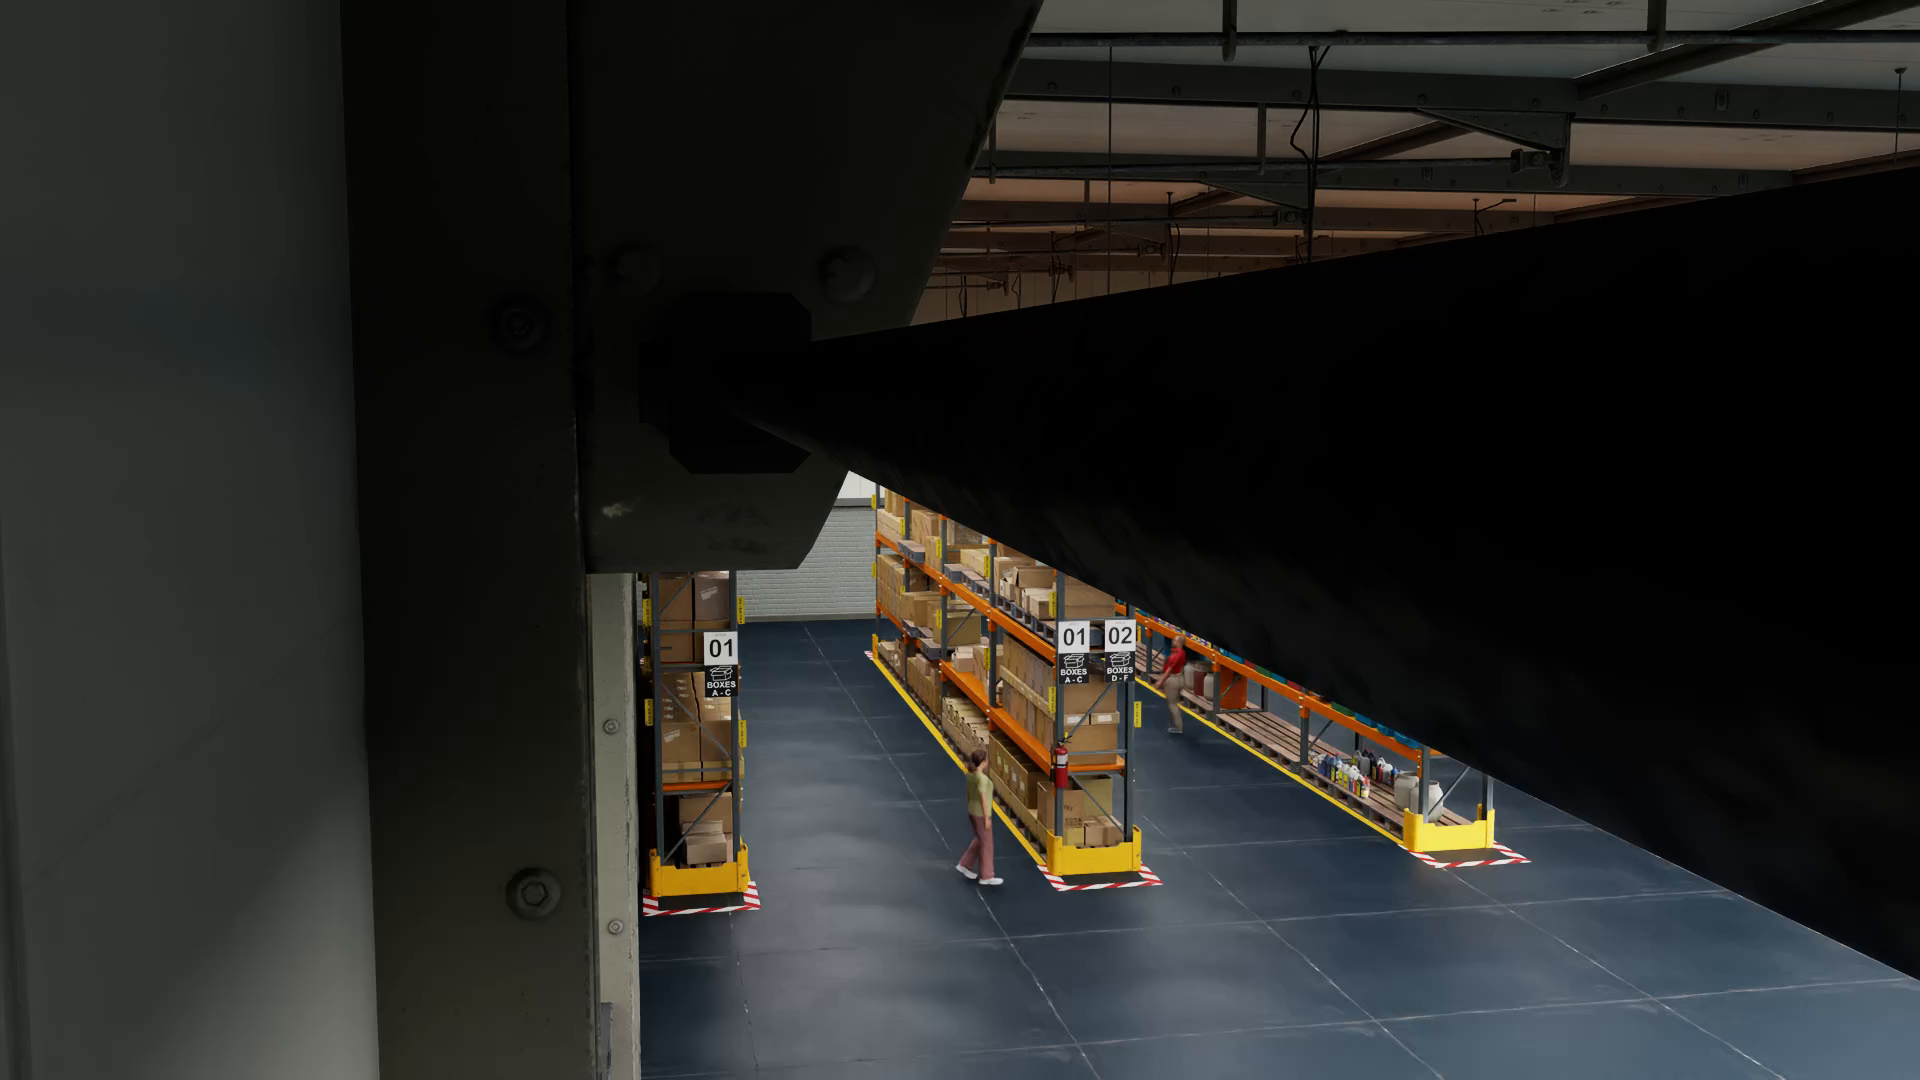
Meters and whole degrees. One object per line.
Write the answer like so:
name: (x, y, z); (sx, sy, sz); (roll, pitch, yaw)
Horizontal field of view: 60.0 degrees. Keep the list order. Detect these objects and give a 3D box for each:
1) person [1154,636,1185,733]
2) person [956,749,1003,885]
person: (3.684, 2.546, 28.935); (0.544, 1.796, 0.606); (5, 8, 42)
person: (0.254, 3.408, 20.505); (0.497, 1.679, 0.517); (-3, 6, -25)
